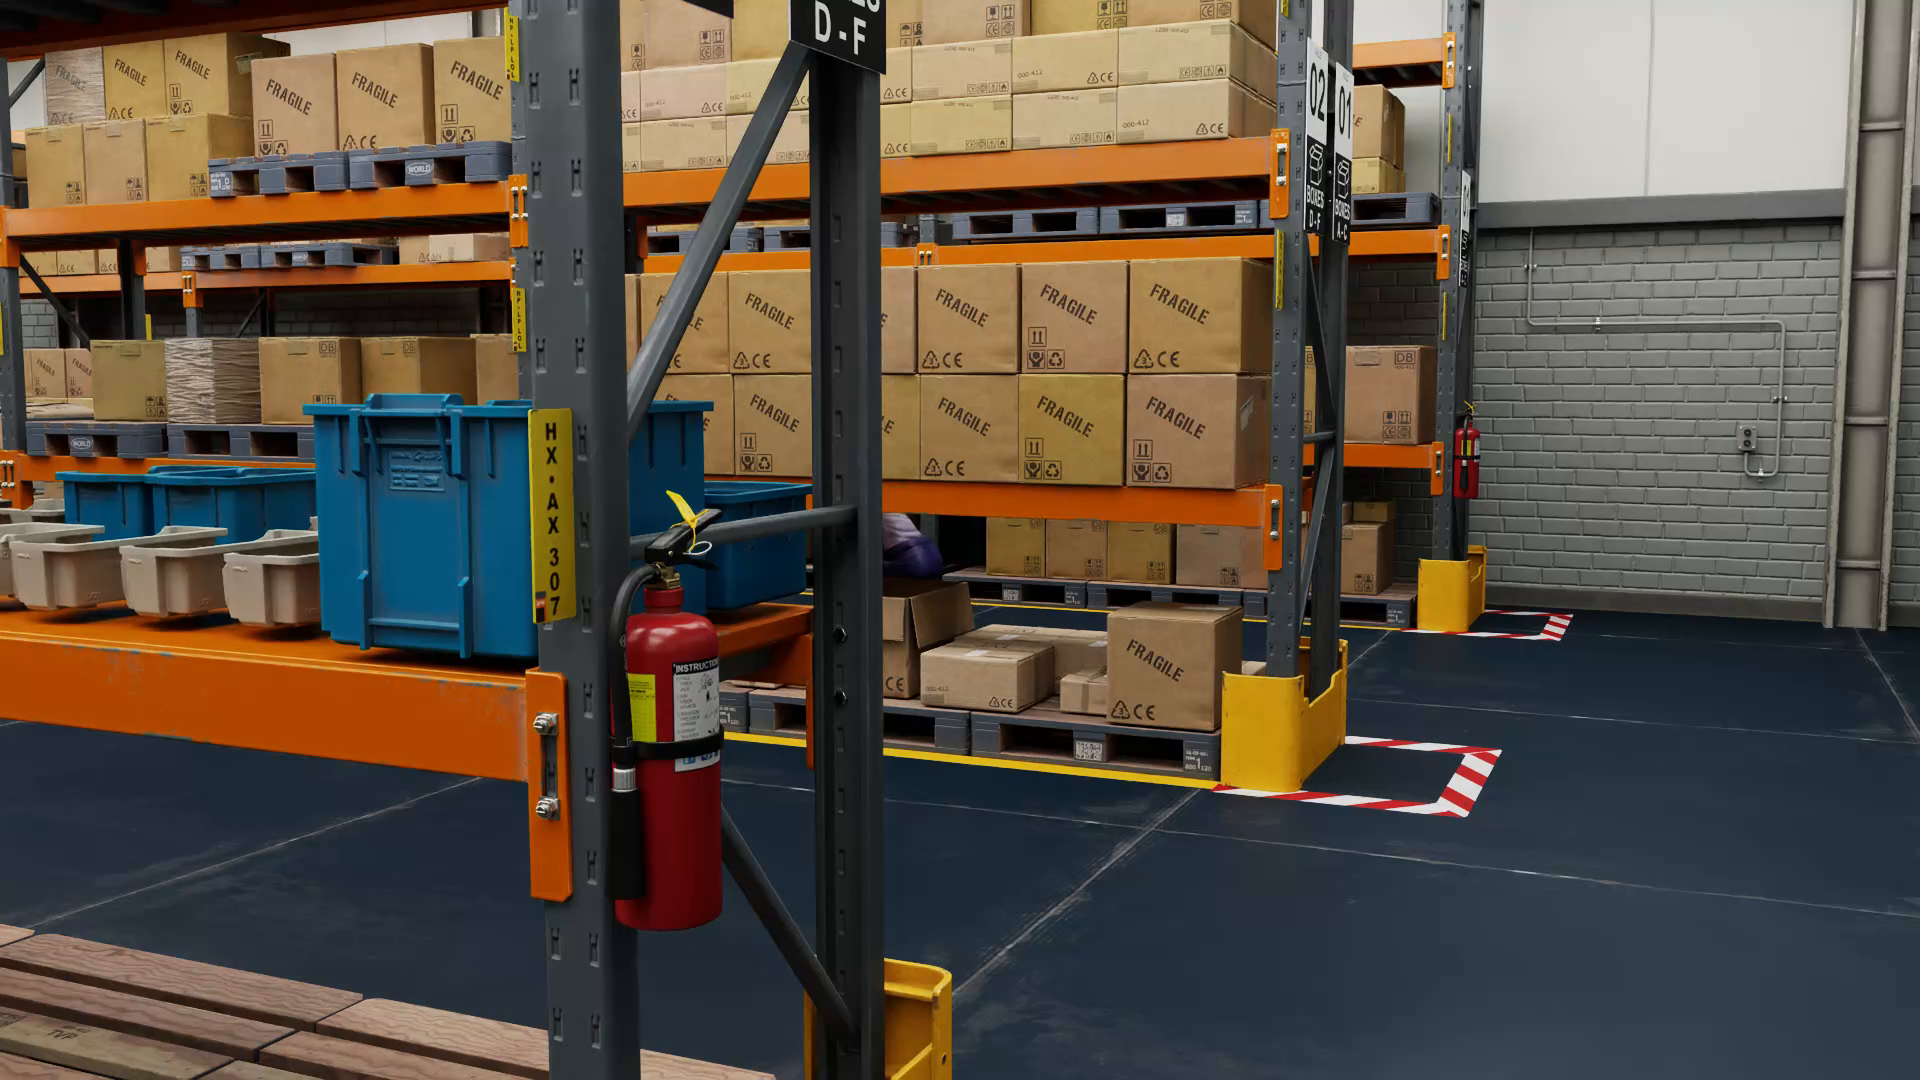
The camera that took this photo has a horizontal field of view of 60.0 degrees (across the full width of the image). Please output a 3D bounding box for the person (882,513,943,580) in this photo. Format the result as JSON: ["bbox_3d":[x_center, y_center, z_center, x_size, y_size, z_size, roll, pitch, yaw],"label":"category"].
[{"bbox_3d":[-0.493,0.181,10.209,0.731,1.226,0.537,2,6,23],"label":"person"}]
